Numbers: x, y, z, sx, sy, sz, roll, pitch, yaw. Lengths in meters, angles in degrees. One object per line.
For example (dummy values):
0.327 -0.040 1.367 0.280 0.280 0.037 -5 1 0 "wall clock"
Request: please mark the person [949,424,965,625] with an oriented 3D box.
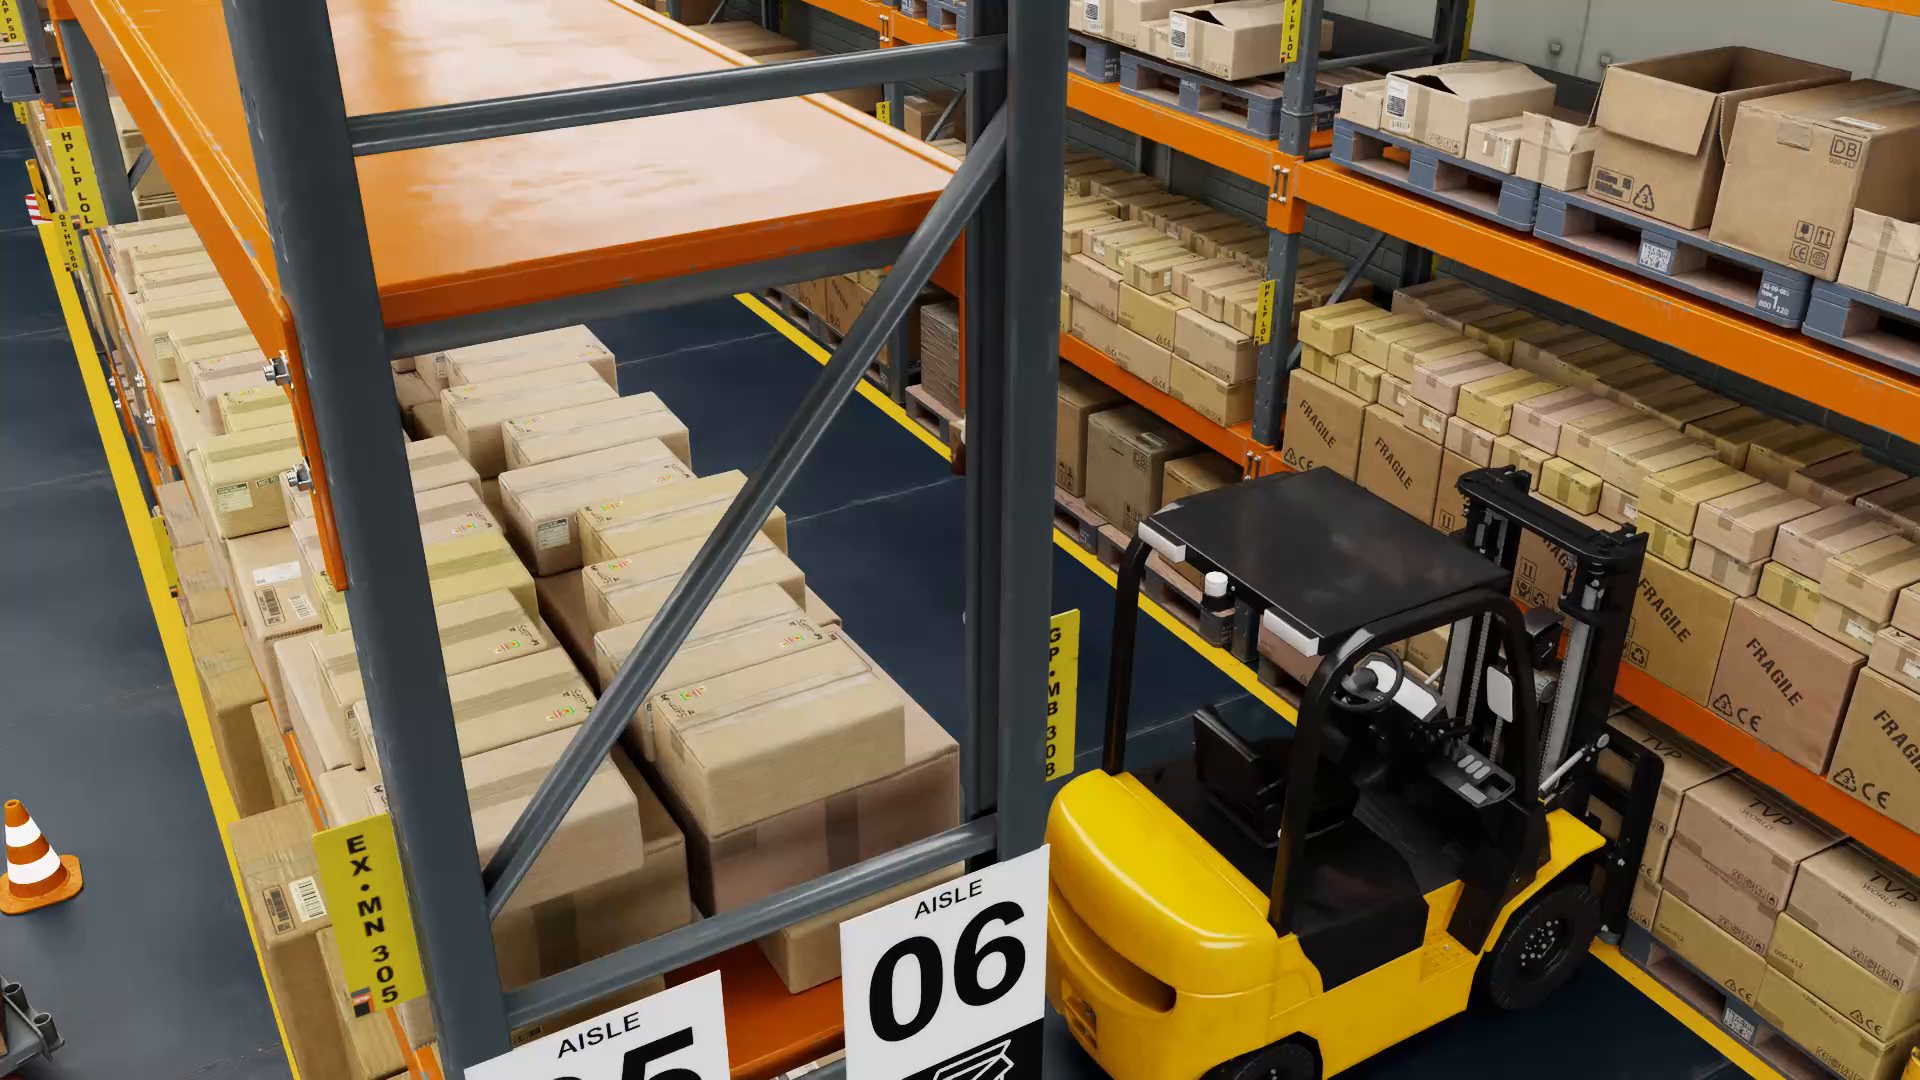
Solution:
0.190 -0.310 9.112 0.503 1.758 0.587 -15 32 -26 "person"
